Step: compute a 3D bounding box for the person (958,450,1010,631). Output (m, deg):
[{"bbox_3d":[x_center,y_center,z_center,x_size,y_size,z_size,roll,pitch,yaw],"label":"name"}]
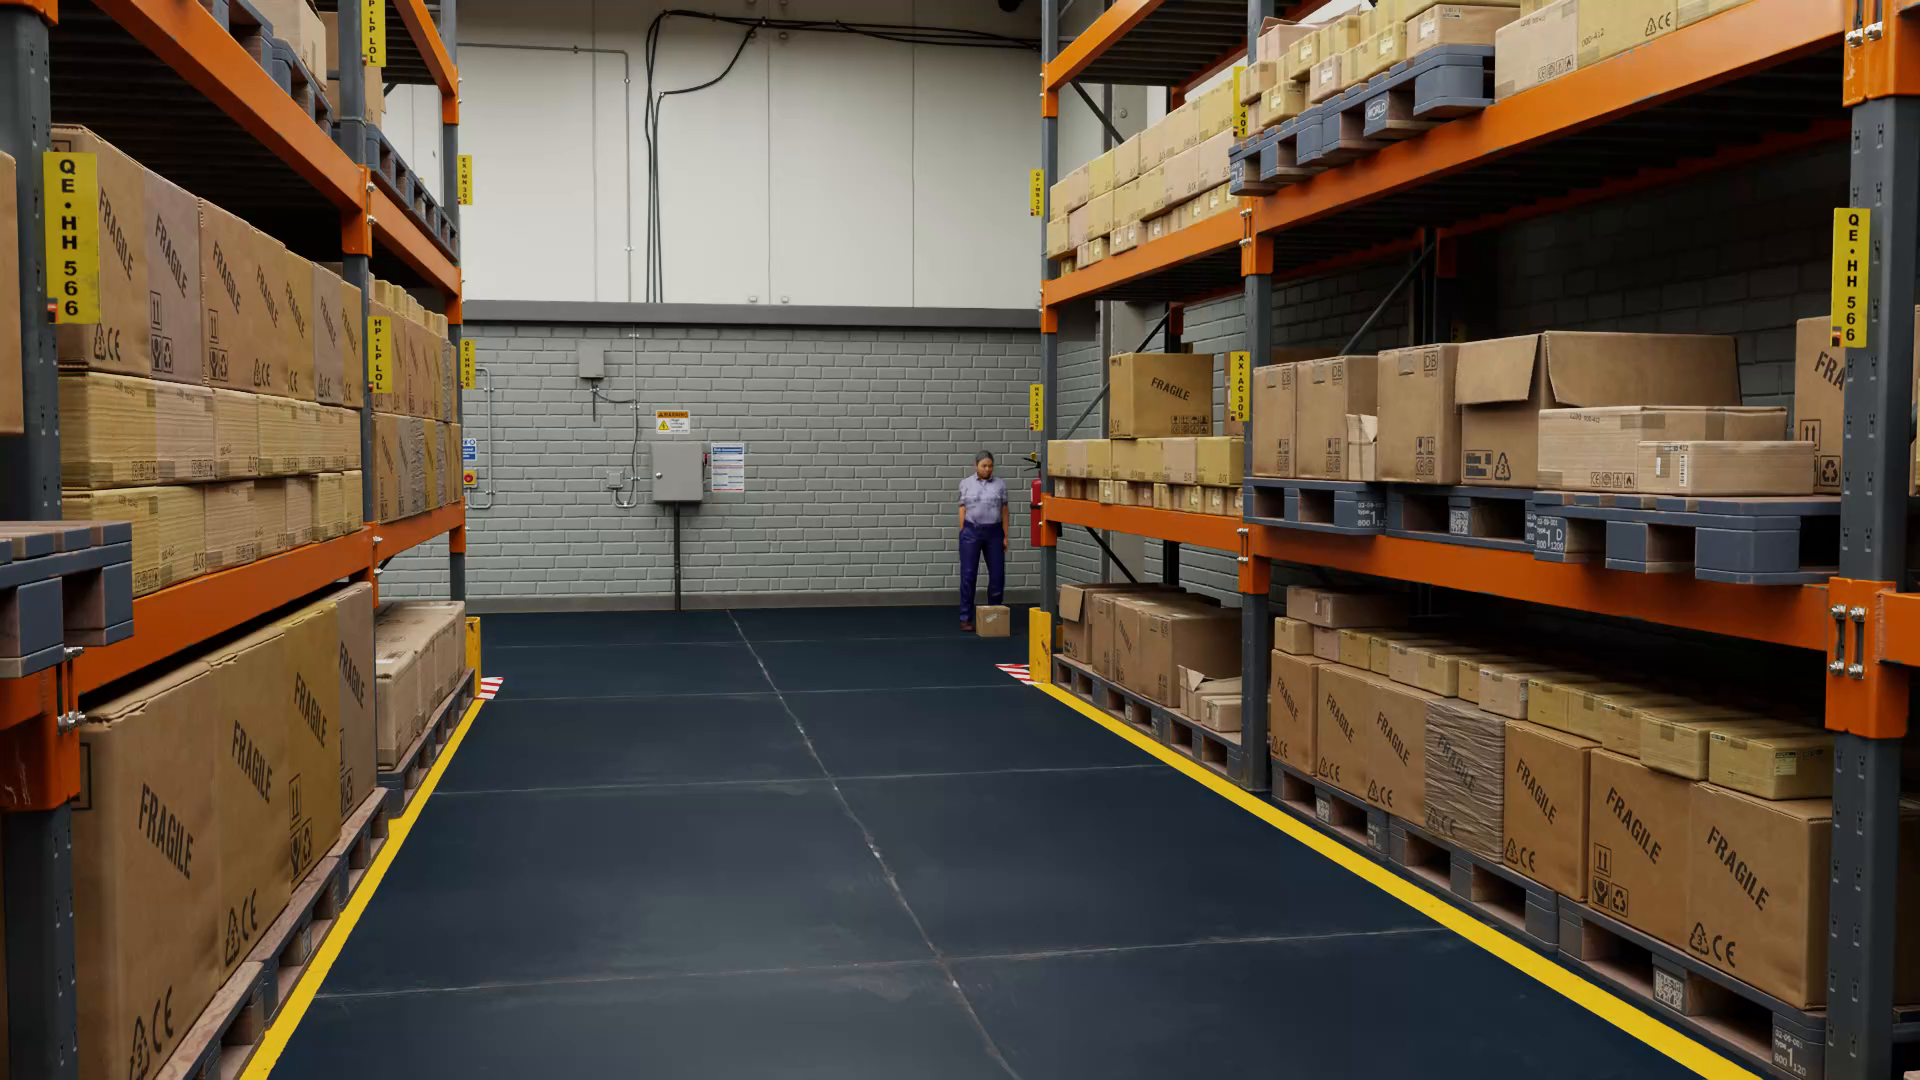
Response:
[{"bbox_3d":[0.220,0.002,15.087,0.474,1.641,0.339,-1,3,-10],"label":"person"}]
